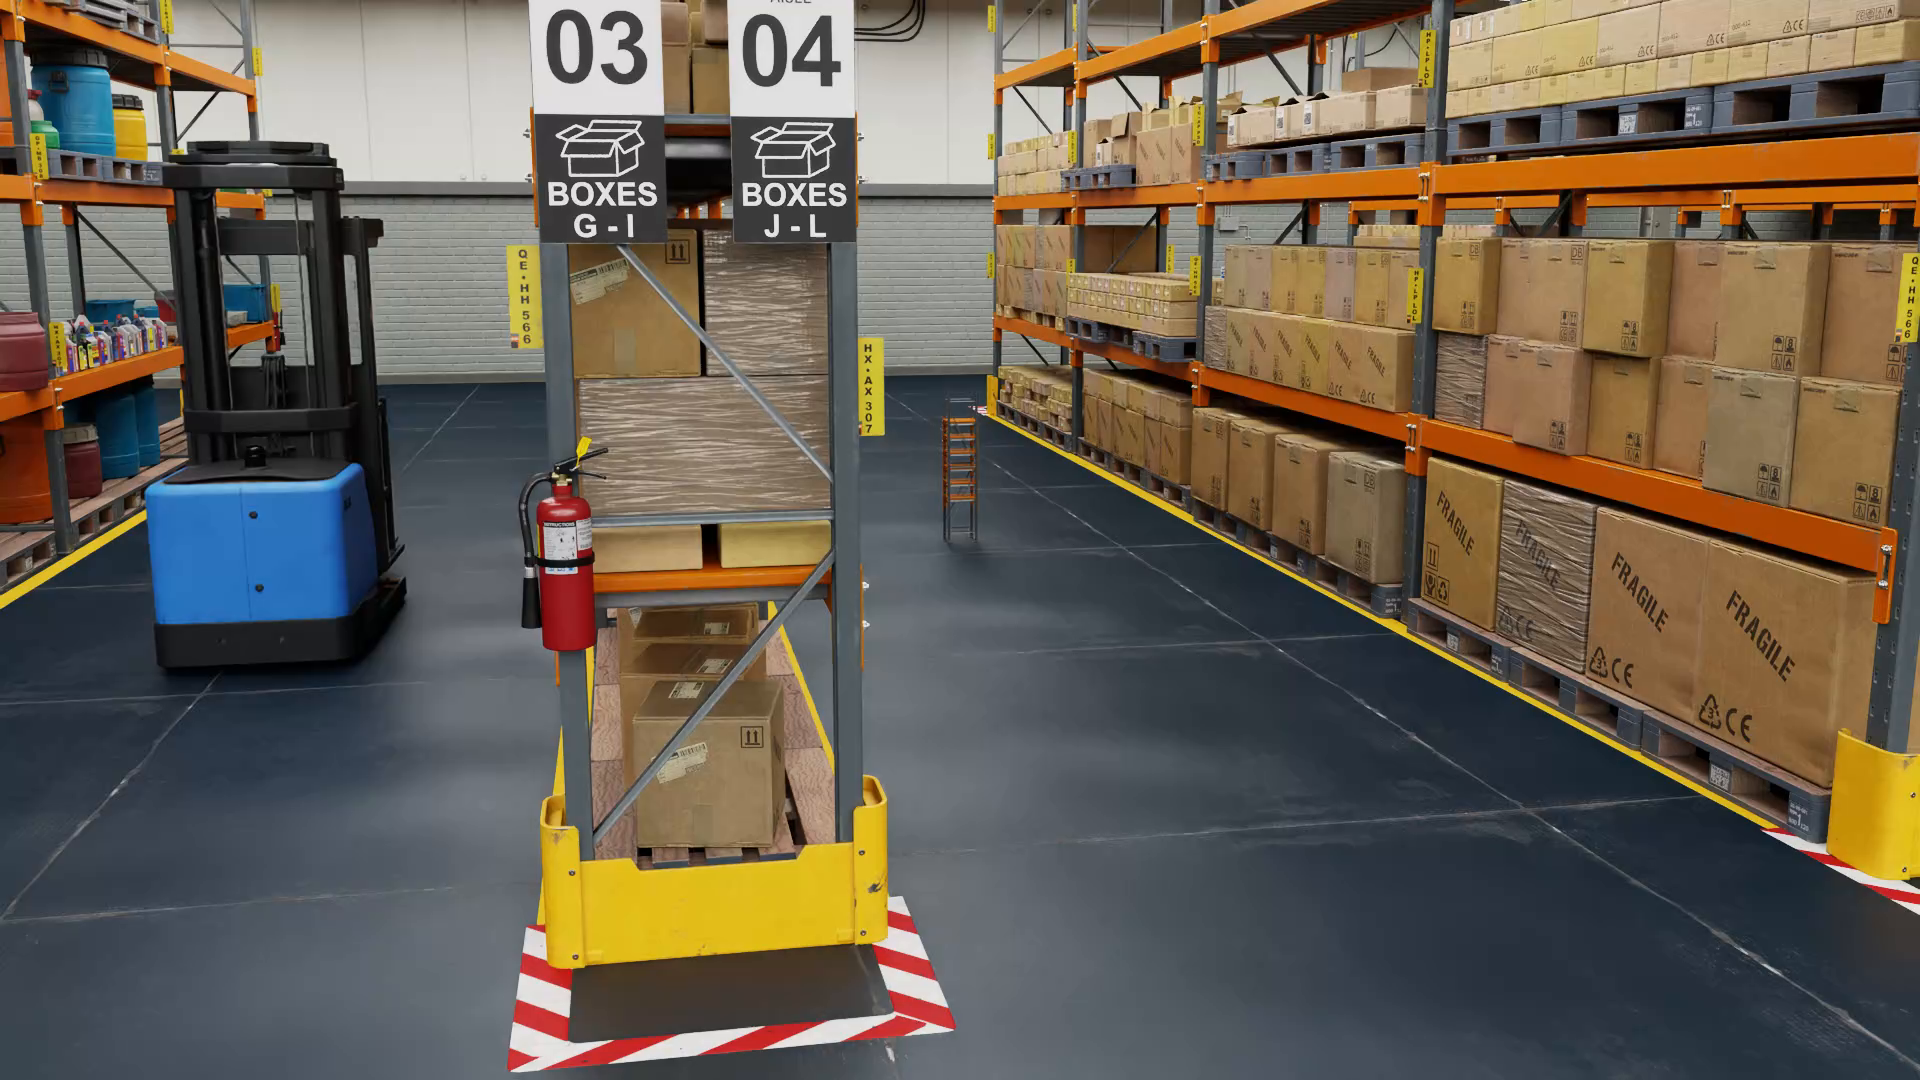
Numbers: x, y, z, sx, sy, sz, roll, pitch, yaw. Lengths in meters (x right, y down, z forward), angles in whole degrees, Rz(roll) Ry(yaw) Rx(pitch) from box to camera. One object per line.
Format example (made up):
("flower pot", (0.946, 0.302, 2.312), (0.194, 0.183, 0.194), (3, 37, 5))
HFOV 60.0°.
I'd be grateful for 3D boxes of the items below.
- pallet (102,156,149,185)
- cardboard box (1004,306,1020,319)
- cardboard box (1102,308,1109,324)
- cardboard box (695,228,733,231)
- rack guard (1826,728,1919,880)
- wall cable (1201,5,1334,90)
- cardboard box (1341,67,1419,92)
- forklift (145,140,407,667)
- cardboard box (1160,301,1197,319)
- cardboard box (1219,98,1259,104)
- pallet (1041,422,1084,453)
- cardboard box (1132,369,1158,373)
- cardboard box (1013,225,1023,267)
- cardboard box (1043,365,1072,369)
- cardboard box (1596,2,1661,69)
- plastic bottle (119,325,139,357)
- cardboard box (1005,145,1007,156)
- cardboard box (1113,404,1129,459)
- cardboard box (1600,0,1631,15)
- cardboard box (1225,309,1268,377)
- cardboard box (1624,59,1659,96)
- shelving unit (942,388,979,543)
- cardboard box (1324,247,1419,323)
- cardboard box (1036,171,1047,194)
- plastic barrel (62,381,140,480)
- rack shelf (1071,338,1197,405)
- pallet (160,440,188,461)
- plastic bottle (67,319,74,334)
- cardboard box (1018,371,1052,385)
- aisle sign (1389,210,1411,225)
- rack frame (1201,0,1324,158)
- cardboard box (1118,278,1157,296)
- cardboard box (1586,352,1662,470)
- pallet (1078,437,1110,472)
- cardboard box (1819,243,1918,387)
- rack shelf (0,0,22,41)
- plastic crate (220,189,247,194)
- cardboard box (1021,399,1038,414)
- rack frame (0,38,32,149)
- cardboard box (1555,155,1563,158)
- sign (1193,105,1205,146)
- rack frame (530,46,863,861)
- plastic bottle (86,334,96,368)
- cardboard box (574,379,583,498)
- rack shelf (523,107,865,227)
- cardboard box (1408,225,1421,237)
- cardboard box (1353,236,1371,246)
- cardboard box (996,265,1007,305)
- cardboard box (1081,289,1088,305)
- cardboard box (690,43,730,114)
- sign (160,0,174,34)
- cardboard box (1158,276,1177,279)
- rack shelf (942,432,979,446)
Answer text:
("pallet", (-7.556, -3.118, 14.041), (1.003, 0.211, 1.213), (-2, 11, -11))
("cardboard box", (0.769, -2.870, 20.926), (0.380, 0.149, 0.250), (-2, 11, -13))
("cardboard box", (1.600, -2.182, 16.189), (0.380, 0.149, 0.250), (-2, 11, -12))
("cardboard box", (-0.765, -0.954, 6.450), (0.500, 0.500, 0.500), (-2, 11, -11))
("rack guard", (4.054, 1.005, 6.577), (1.175, 0.500, 0.348), (-2, 11, -11))
("wall cable", (5.129, -7.367, 27.834), (2.355, 3.000, 0.029), (-2, 11, -11))
("cardboard box", (3.106, -3.164, 12.115), (0.500, 0.500, 0.500), (-2, 11, -11))
("forklift", (-4.180, -0.961, 10.409), (1.130, 2.935, 3.031), (-2, 11, -10))
("cardboard box", (1.951, -1.997, 14.420), (0.380, 0.149, 0.250), (-2, 11, -10))
("cardboard box", (2.497, -3.817, 14.891), (0.396, 0.266, 0.258), (-2, 11, -11))
("pallet", (1.550, -1.180, 18.830), (1.003, 0.211, 1.213), (-2, 11, -11))
("cardboard box", (2.108, -1.647, 17.384), (0.500, 0.250, 0.500), (-2, 11, -13))
("cardboard box", (0.948, -3.567, 20.179), (0.500, 0.500, 0.500), (-2, 11, -12))
("cardboard box", (1.289, -2.172, 21.494), (0.380, 0.149, 0.250), (-2, 11, -10))
("cardboard box", (3.389, -2.384, 7.893), (0.500, 0.250, 0.500), (-2, 11, -10))
("plastic bottle", (-7.439, -1.780, 14.859), (0.152, 0.276, 0.135), (-2, 11, -11))
("cardboard box", (0.777, -4.935, 21.078), (0.380, 0.149, 0.250), (-2, 11, -11))
("cardboard box", (1.819, -1.068, 16.349), (0.500, 0.500, 0.500), (-2, 11, -10))
("cardboard box", (3.305, -2.600, 7.959), (0.380, 0.149, 0.250), (-2, 11, -11))
("cardboard box", (2.418, -1.558, 13.092), (0.500, 0.500, 0.500), (-2, 11, -12))
("cardboard box", (3.356, -2.161, 7.786), (0.380, 0.149, 0.250), (-2, 11, -10))
("shelving unit", (0.003, -0.587, 13.070), (0.258, 1.200, 0.189), (-2, 11, -11))
("cardboard box", (2.969, -1.779, 11.577), (0.700, 0.500, 0.500), (-2, 11, -11))
("cardboard box", (1.170, -4.093, 19.057), (0.500, 0.250, 0.500), (-2, 11, -12))
("plastic barrel", (-7.801, -1.031, 15.080), (0.600, 0.901, 0.708), (-2, 11, -11))
("rack shelf", (2.105, -1.708, 16.069), (1.077, 0.370, 4.000), (-2, 11, -11))
("pallet", (-8.209, -0.849, 17.095), (1.003, 0.211, 1.213), (-2, 11, -11))
("plastic bottle", (-8.349, -1.921, 15.580), (0.061, 0.283, 0.133), (-2, 11, -11))
("cardboard box", (0.931, -2.011, 20.653), (0.380, 0.149, 0.250), (-3, 11, -14))
("aisle sign", (6.064, -4.661, 22.712), (0.394, 0.787, 0.004), (-2, 11, -11))
("rack frame", (2.494, -4.641, 13.514), (1.000, 3.000, 0.127), (-2, 11, -11))
("cardboard box", (1.699, -2.380, 15.635), (0.380, 0.149, 0.250), (-2, 11, -8))
("cardboard box", (3.675, -0.670, 8.293), (0.875, 0.550, 0.500), (-2, 11, -11))
("pallet", (1.868, -0.915, 17.440), (1.003, 0.211, 1.213), (-2, 11, -11))
("cardboard box", (4.015, -0.900, 6.616), (0.875, 0.550, 0.550), (-2, 11, -11))
("rack shelf", (-6.861, -3.383, 9.895), (1.077, 0.370, 4.000), (-2, 11, -11))
("plastic crate", (-8.334, -4.018, 18.831), (0.450, 0.188, 0.336), (-2, 11, -11))
("cardboard box", (0.960, -1.626, 20.219), (0.380, 0.149, 0.250), (-3, 11, -14))
("rack frame", (-7.250, -4.299, 11.717), (1.000, 3.000, 0.127), (-2, 11, -11))
("cardboard box", (6.454, -3.947, 17.388), (0.380, 0.166, 0.250), (-3, 11, -15))
("sign", (1.961, -3.402, 13.644), (0.100, 0.325, 0.005), (-2, 11, -11))
("rack frame", (-0.835, -0.065, 5.516), (1.000, 3.000, 0.127), (-2, 11, -11))
("plastic bottle", (-7.173, -1.554, 13.683), (0.097, 0.271, 0.097), (0, 11, 0))
("cardboard box", (-1.130, -0.449, 6.473), (0.875, 0.500, 0.500), (-2, 11, -11))
("rack shelf", (-1.224, -1.552, 7.230), (1.077, 0.370, 4.000), (-2, 11, -11))
("cardboard box", (5.831, -3.858, 20.766), (0.380, 0.149, 0.250), (-2, 11, -12))
("cardboard box", (5.587, -3.802, 22.207), (0.500, 0.500, 0.500), (-2, 11, -12))
("cardboard box", (0.754, -3.264, 21.261), (0.500, 0.500, 0.500), (-2, 11, -8))
("cardboard box", (1.444, -2.473, 16.920), (0.380, 0.149, 0.250), (-2, 11, -10))
("cardboard box", (-0.676, -1.563, 5.763), (0.500, 0.250, 0.500), (-2, 11, -9))
("sign", (-7.488, -4.950, 15.695), (0.100, 0.325, 0.005), (-2, 11, -11))
("cardboard box", (2.182, -2.546, 16.510), (0.380, 0.149, 0.250), (-2, 11, -13))
("rack shelf", (0.003, -0.779, 13.034), (0.258, 0.103, 0.180), (-2, 11, -11))
